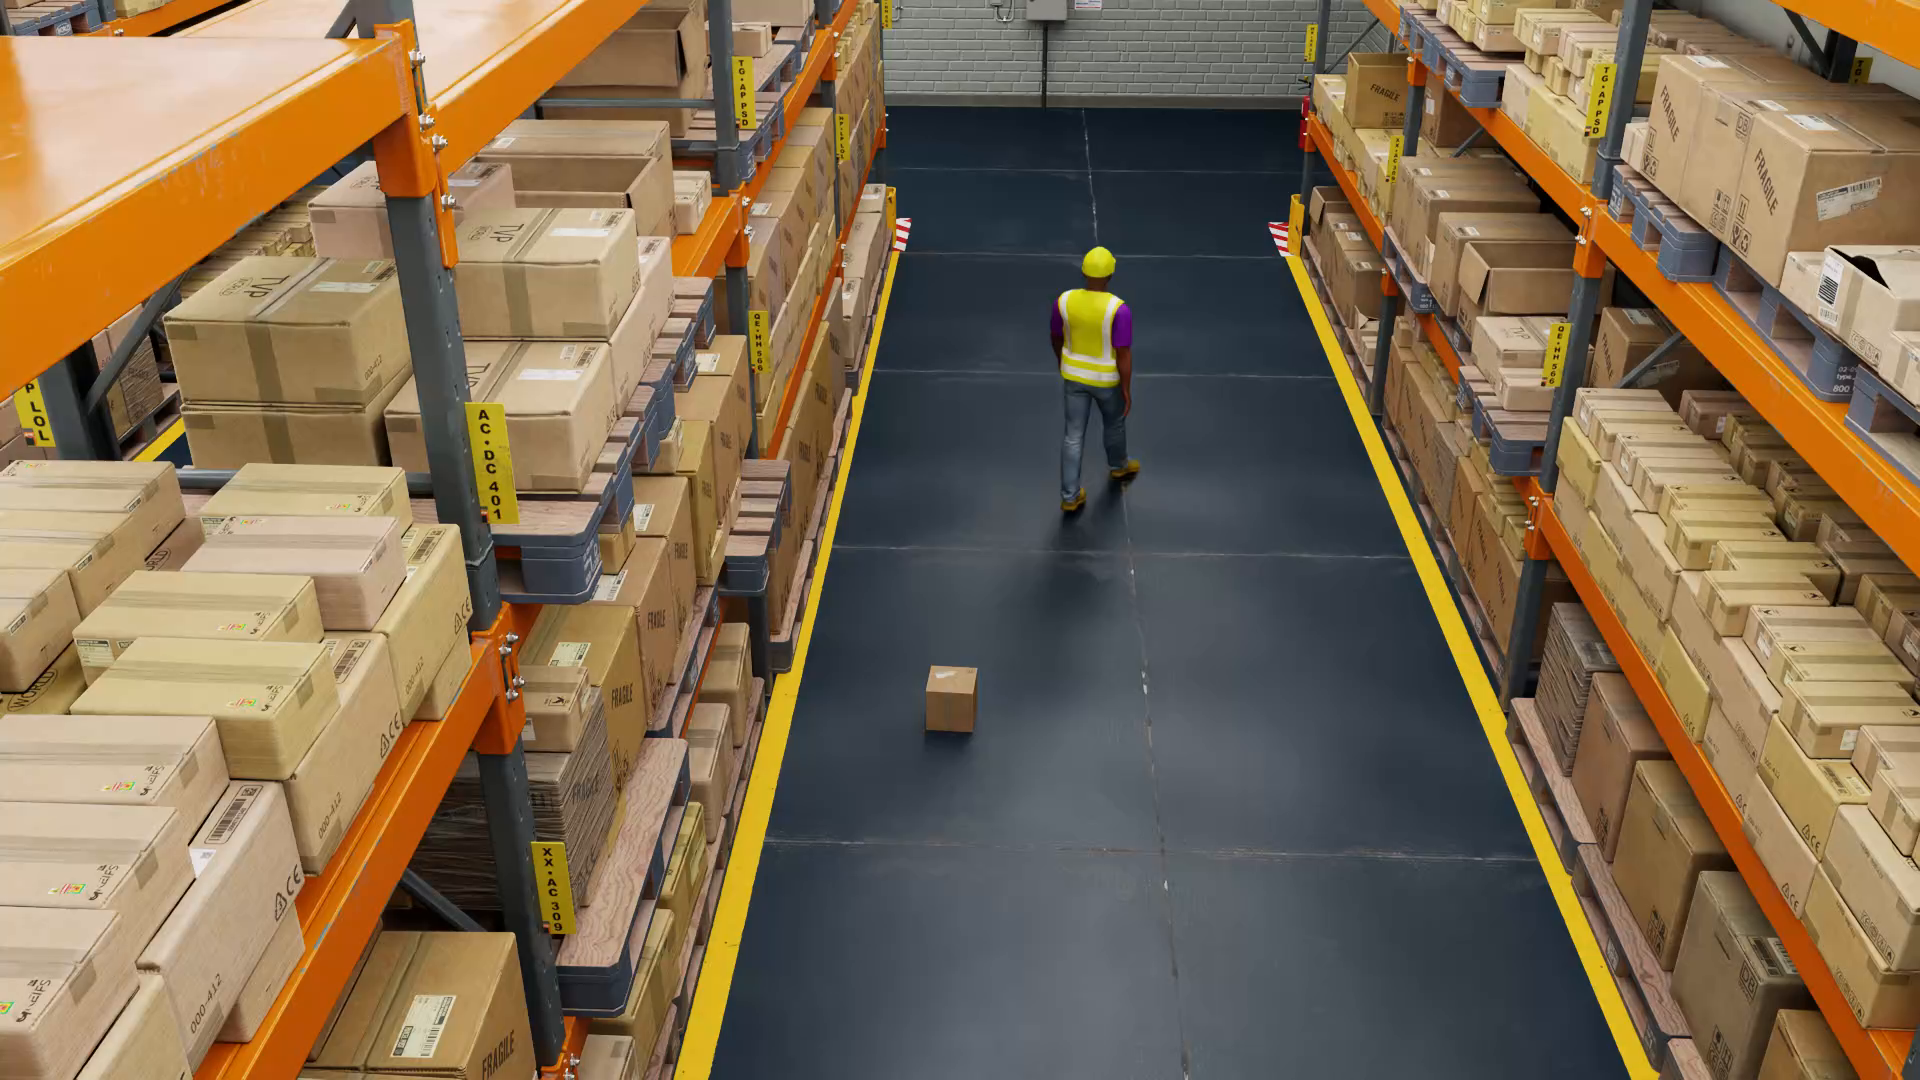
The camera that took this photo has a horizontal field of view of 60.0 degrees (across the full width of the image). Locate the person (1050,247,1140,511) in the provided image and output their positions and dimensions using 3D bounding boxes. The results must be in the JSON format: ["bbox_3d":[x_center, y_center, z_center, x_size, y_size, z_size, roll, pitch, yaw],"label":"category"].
[{"bbox_3d":[0.901,-1.122,10.927,0.612,1.726,0.942,11,30,19],"label":"person"}]
